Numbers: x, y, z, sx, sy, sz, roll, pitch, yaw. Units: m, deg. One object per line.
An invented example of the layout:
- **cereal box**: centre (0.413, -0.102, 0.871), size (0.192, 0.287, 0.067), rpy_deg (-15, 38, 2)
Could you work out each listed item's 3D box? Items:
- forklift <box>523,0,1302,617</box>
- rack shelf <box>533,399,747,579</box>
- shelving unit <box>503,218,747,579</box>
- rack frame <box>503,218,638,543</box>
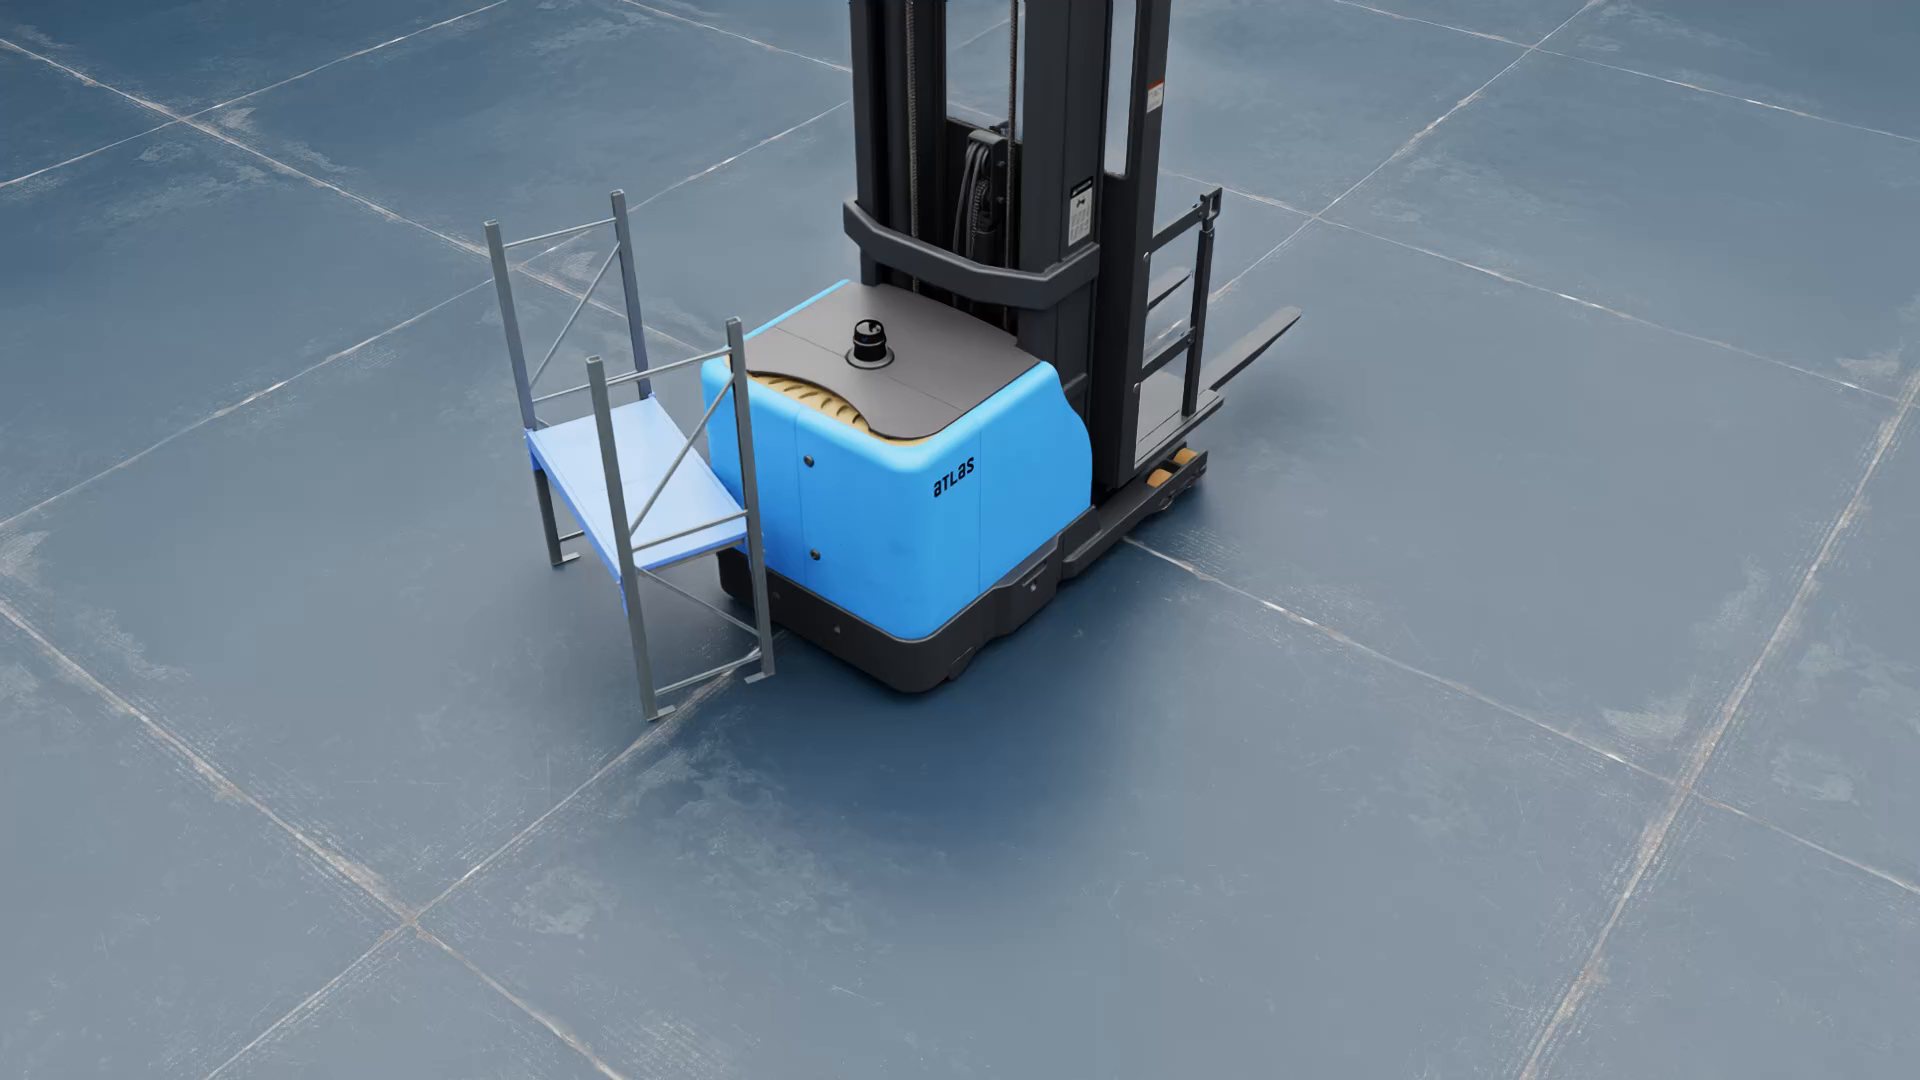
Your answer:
- **forklift**: centre (8.056, -0.626, 4.630), size (16.490, 3.598, 11.167), rpy_deg (26, 45, 30)
- **rack shelf**: centre (-1.158, -0.194, 5.994), size (0.459, 0.062, 0.952), rpy_deg (-20, 42, -23)
- **shelving unit**: centre (-1.169, -0.307, 5.925), size (0.475, 1.308, 0.991), rpy_deg (-20, 42, -23)
- **rack frame**: centre (-1.412, -0.569, 6.259), size (0.475, 1.308, 0.013), rpy_deg (-20, 42, -23)
